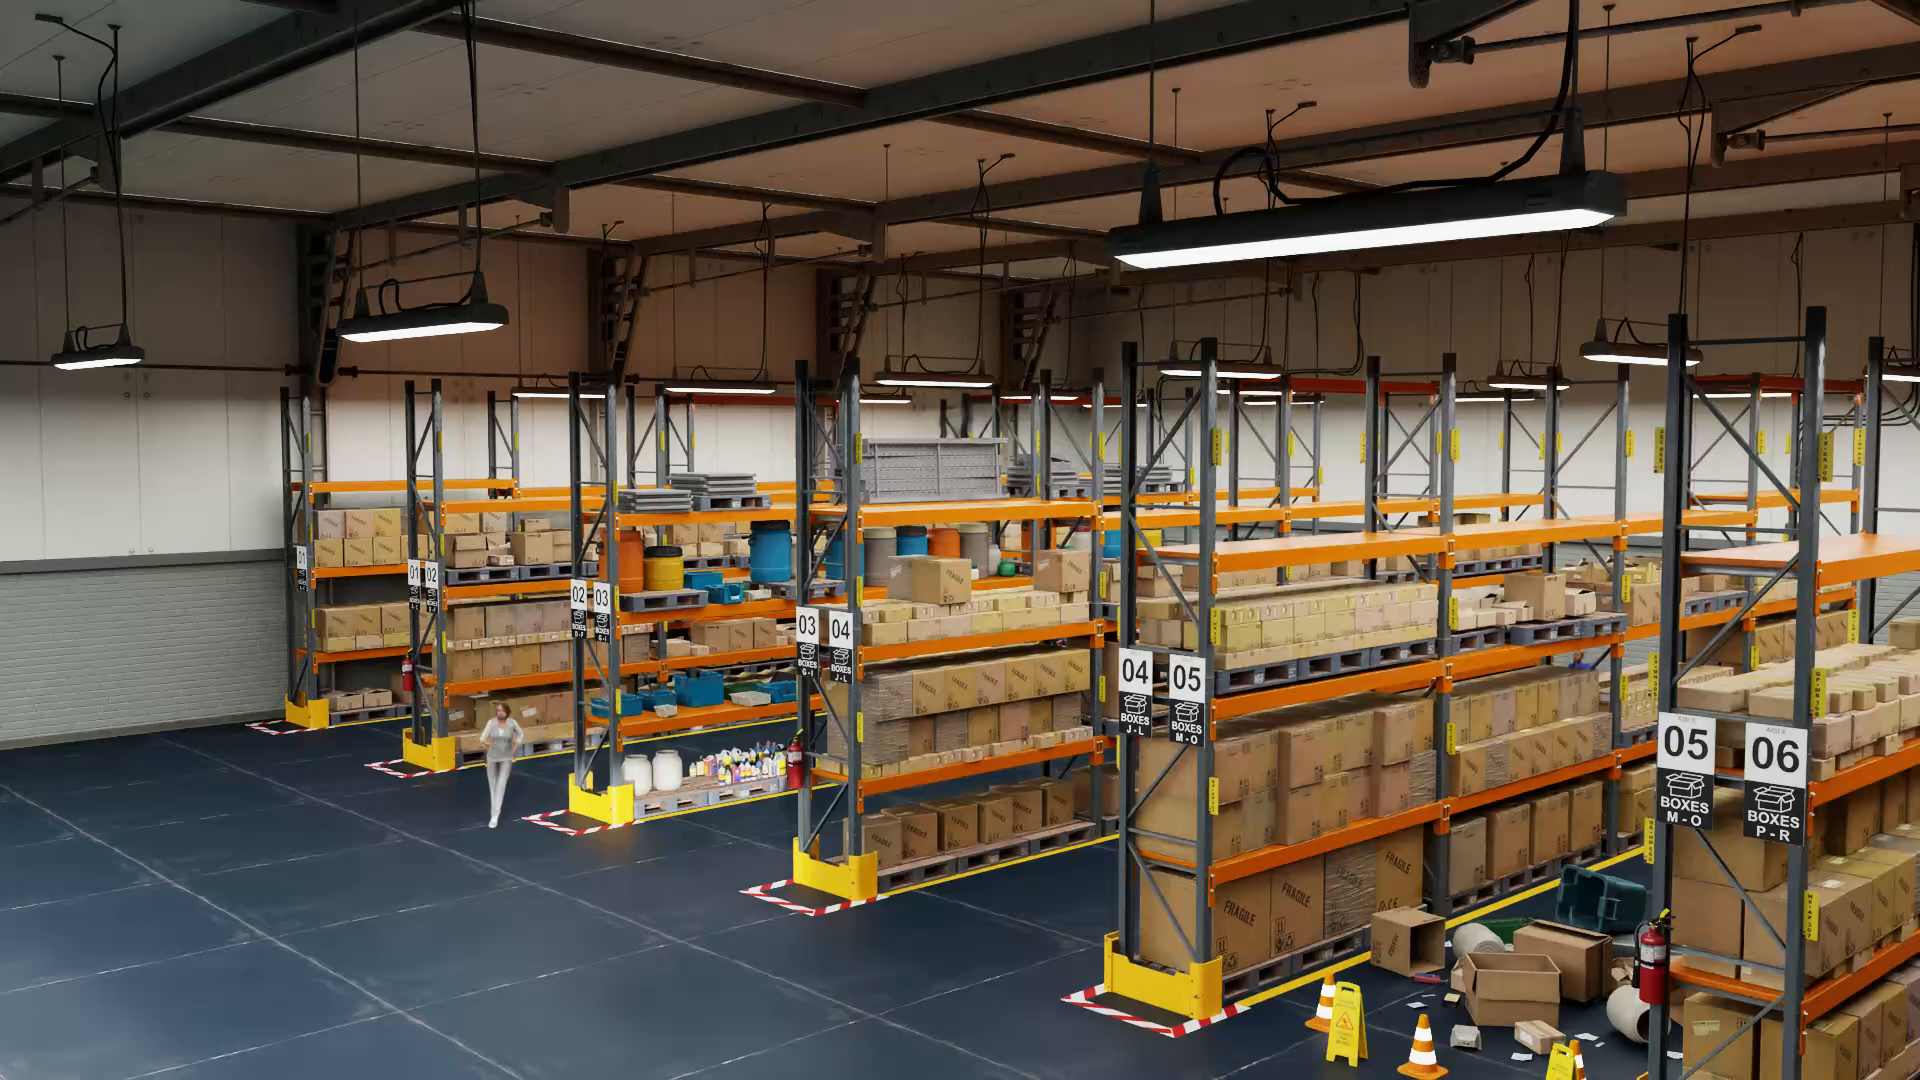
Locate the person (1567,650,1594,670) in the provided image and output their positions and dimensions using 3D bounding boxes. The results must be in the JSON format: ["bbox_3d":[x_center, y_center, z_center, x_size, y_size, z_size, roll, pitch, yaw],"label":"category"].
[{"bbox_3d":[10.299,2.618,27.611,0.601,1.593,0.535,4,5,44],"label":"person"}]

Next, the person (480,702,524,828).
[{"bbox_3d":[-6.102,2.948,22.144,0.547,1.608,0.805,0,4,-5],"label":"person"}]
